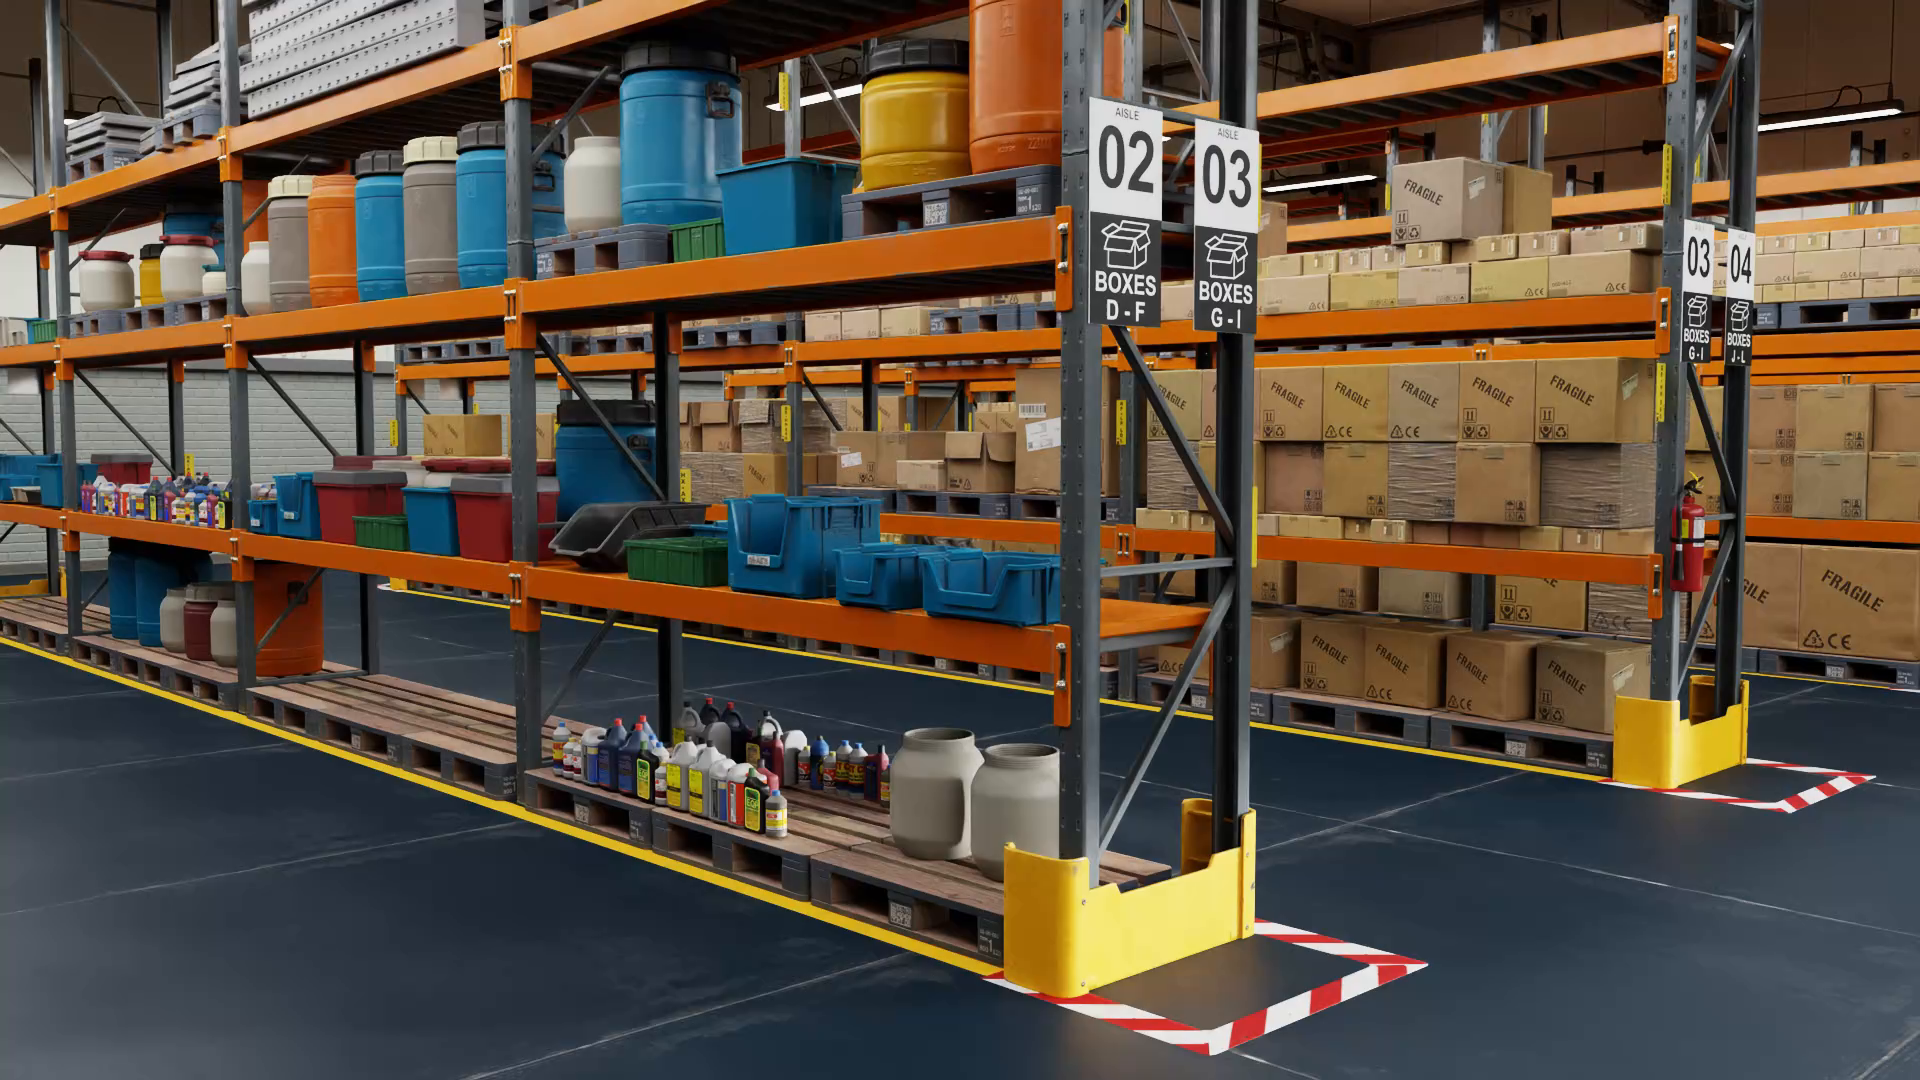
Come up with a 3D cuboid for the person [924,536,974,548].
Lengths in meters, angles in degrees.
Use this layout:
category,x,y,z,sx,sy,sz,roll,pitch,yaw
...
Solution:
category,x,y,z,sx,sy,sz,roll,pitch,yaw
person,-0.099,-0.105,18.648,0.586,1.808,0.566,1,4,11
